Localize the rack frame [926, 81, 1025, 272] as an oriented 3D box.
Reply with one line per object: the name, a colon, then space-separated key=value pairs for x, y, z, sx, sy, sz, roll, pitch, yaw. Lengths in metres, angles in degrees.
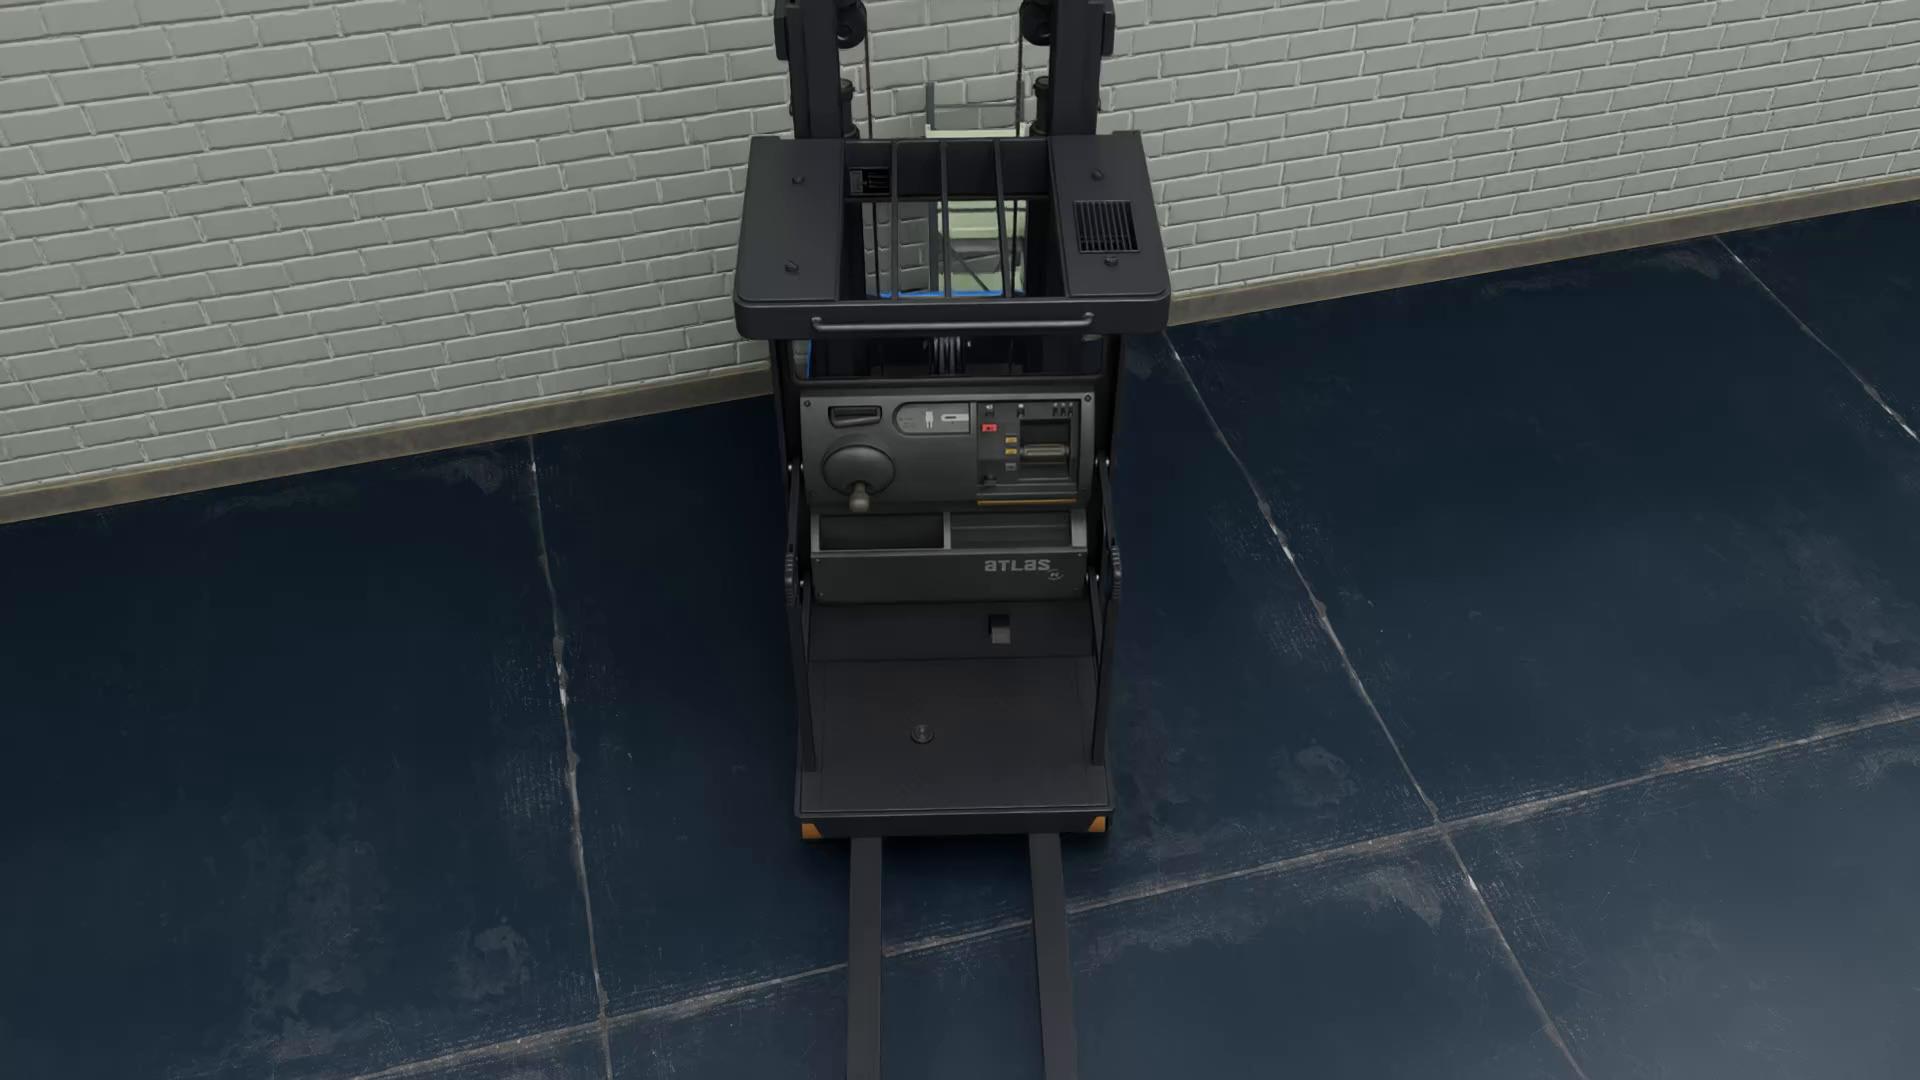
rack frame: x=0.062 y=-1.316 z=7.240 sx=0.400 sy=1.500 sz=0.023 roll=-1 pitch=46 yaw=-1

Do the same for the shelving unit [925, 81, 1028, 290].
shelving unit: x=0.072 y=-1.055 z=6.984 sx=0.431 sy=1.500 sz=0.755 roll=-1 pitch=46 yaw=-1

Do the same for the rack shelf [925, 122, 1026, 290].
rack shelf: x=0.072 y=-1.328 z=6.705 sx=0.431 sy=0.370 sz=0.720 roll=-1 pitch=46 yaw=-1

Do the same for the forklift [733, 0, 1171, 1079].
forklift: x=-0.030 y=-0.194 z=5.139 sx=1.130 sy=2.935 sz=3.031 roll=-1 pitch=46 yaw=-1

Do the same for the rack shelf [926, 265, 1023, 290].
rack shelf: x=0.073 y=-0.826 z=7.216 sx=0.431 sy=0.370 sz=0.720 roll=-1 pitch=46 yaw=-1

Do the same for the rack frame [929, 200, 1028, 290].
rack frame: x=0.083 y=-0.794 z=6.727 sx=0.400 sy=1.500 sz=0.023 roll=-1 pitch=46 yaw=-1
